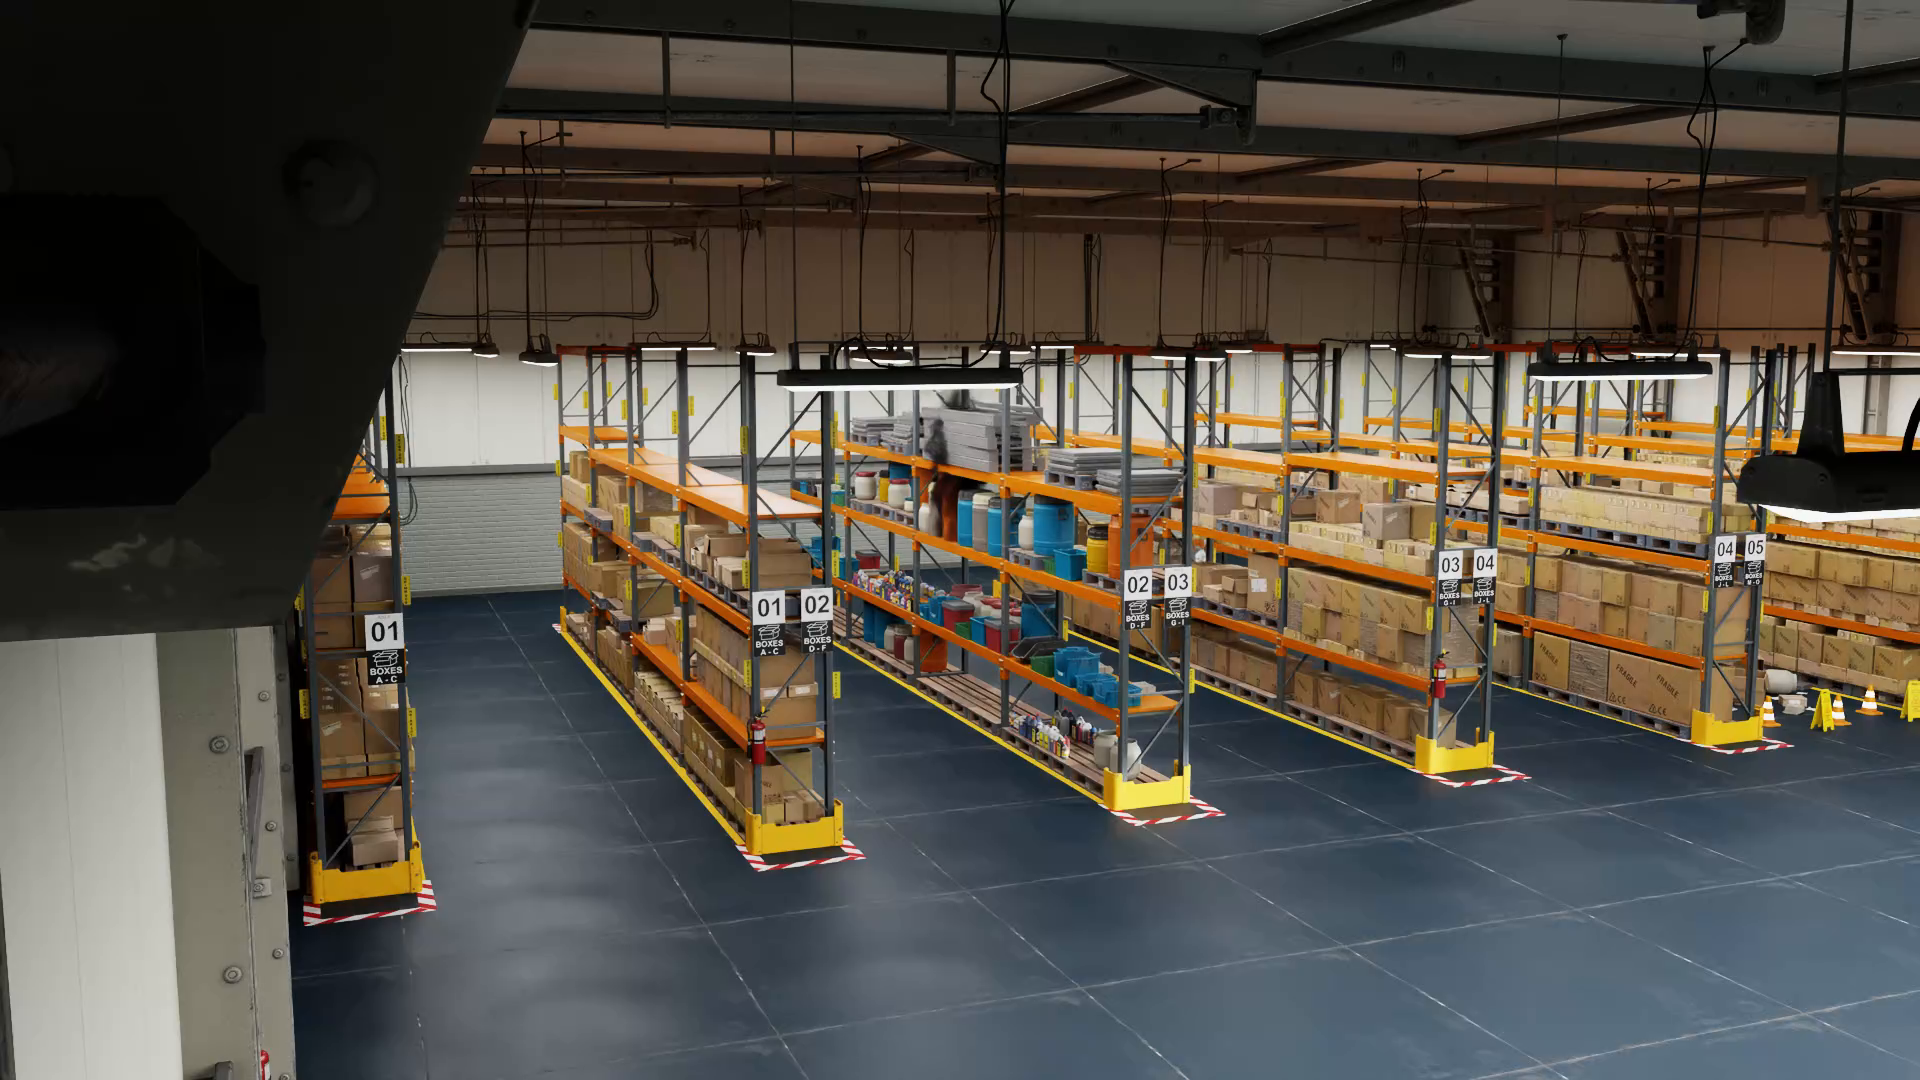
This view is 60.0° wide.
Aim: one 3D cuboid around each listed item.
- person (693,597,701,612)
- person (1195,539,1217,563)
[{"bbox_3d":[-5.235,1.194,33.907,0.676,1.684,0.601,-4,8,-30],"label":"person"},{"bbox_3d":[5.475,0.824,37.065,0.557,1.715,0.760,-2,7,-14],"label":"person"}]
